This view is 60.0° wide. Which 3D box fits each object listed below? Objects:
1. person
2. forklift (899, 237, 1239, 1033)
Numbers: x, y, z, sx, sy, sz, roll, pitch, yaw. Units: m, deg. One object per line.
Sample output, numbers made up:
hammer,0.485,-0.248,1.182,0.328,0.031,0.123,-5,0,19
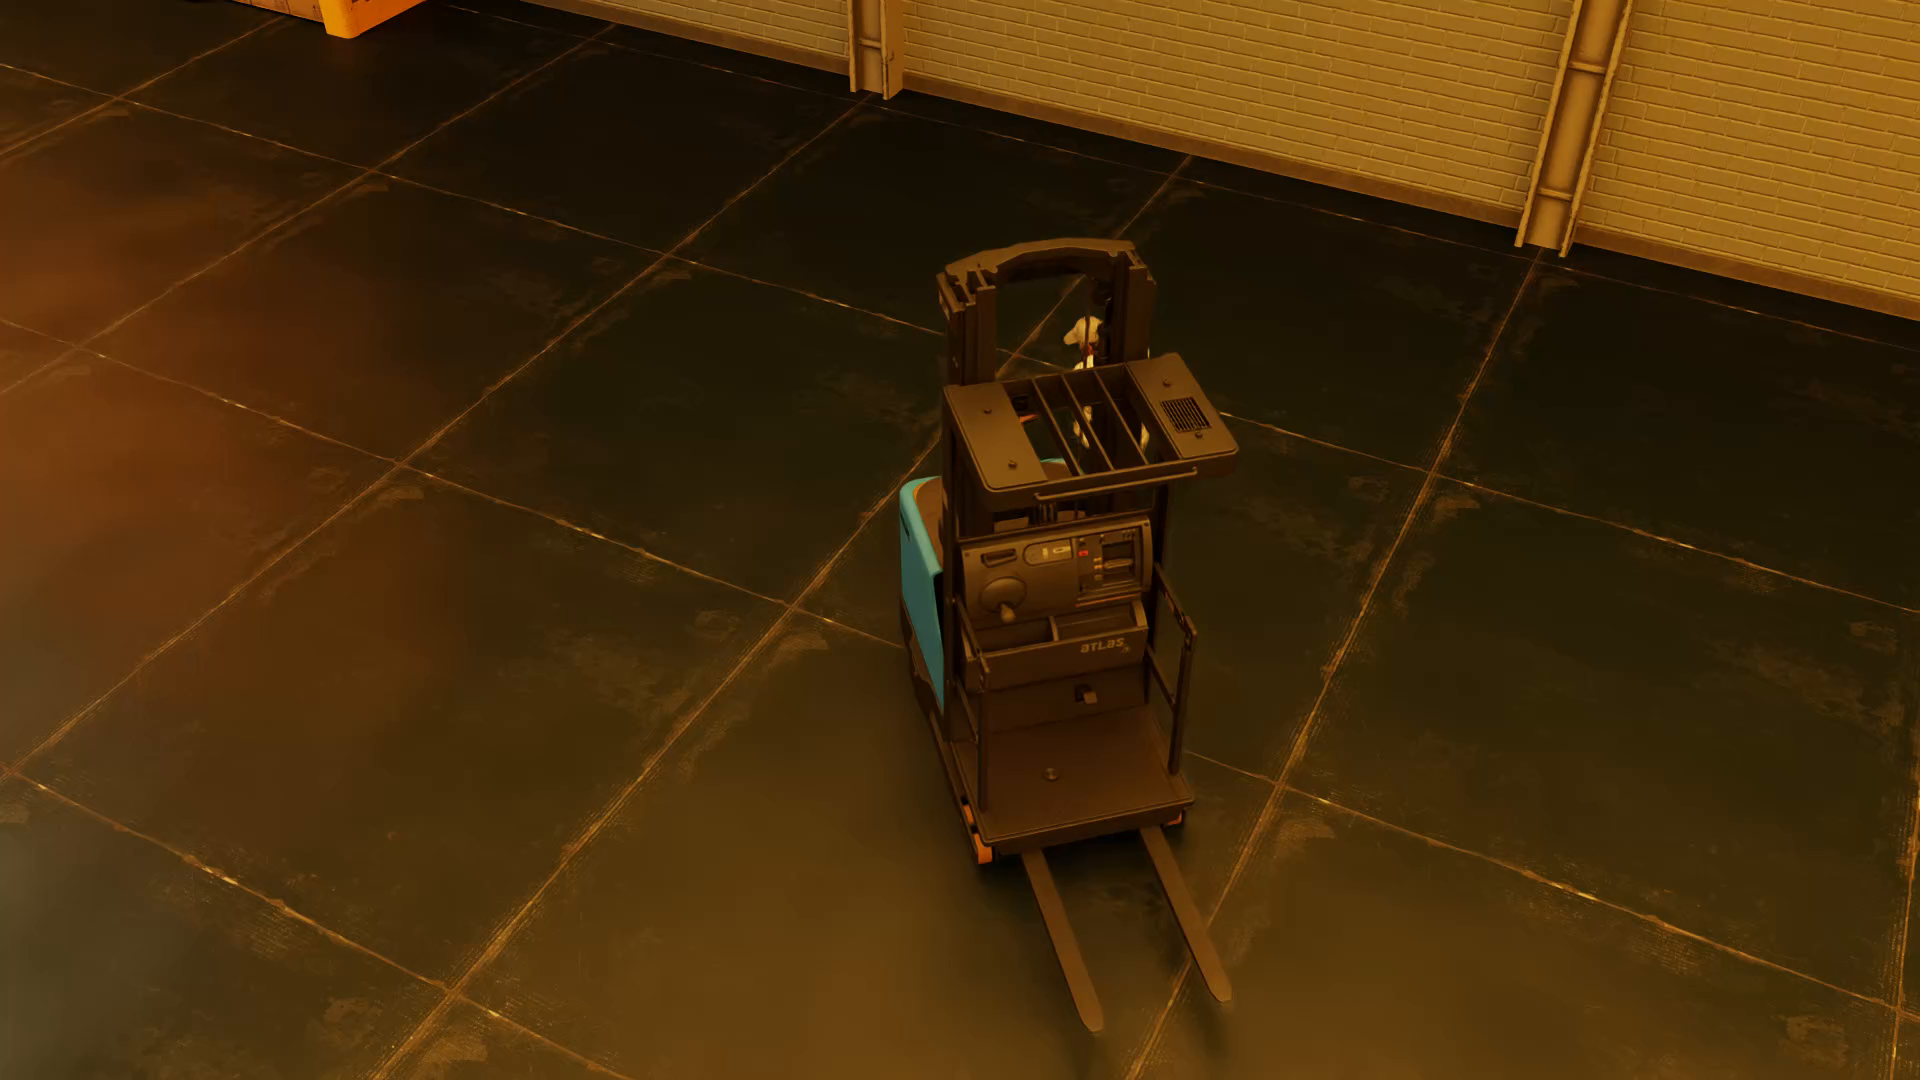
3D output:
person,0.789,-0.729,10.094,0.699,1.440,0.928,29,48,30
forklift,0.521,0.224,7.721,1.130,2.935,3.031,-9,41,-11
